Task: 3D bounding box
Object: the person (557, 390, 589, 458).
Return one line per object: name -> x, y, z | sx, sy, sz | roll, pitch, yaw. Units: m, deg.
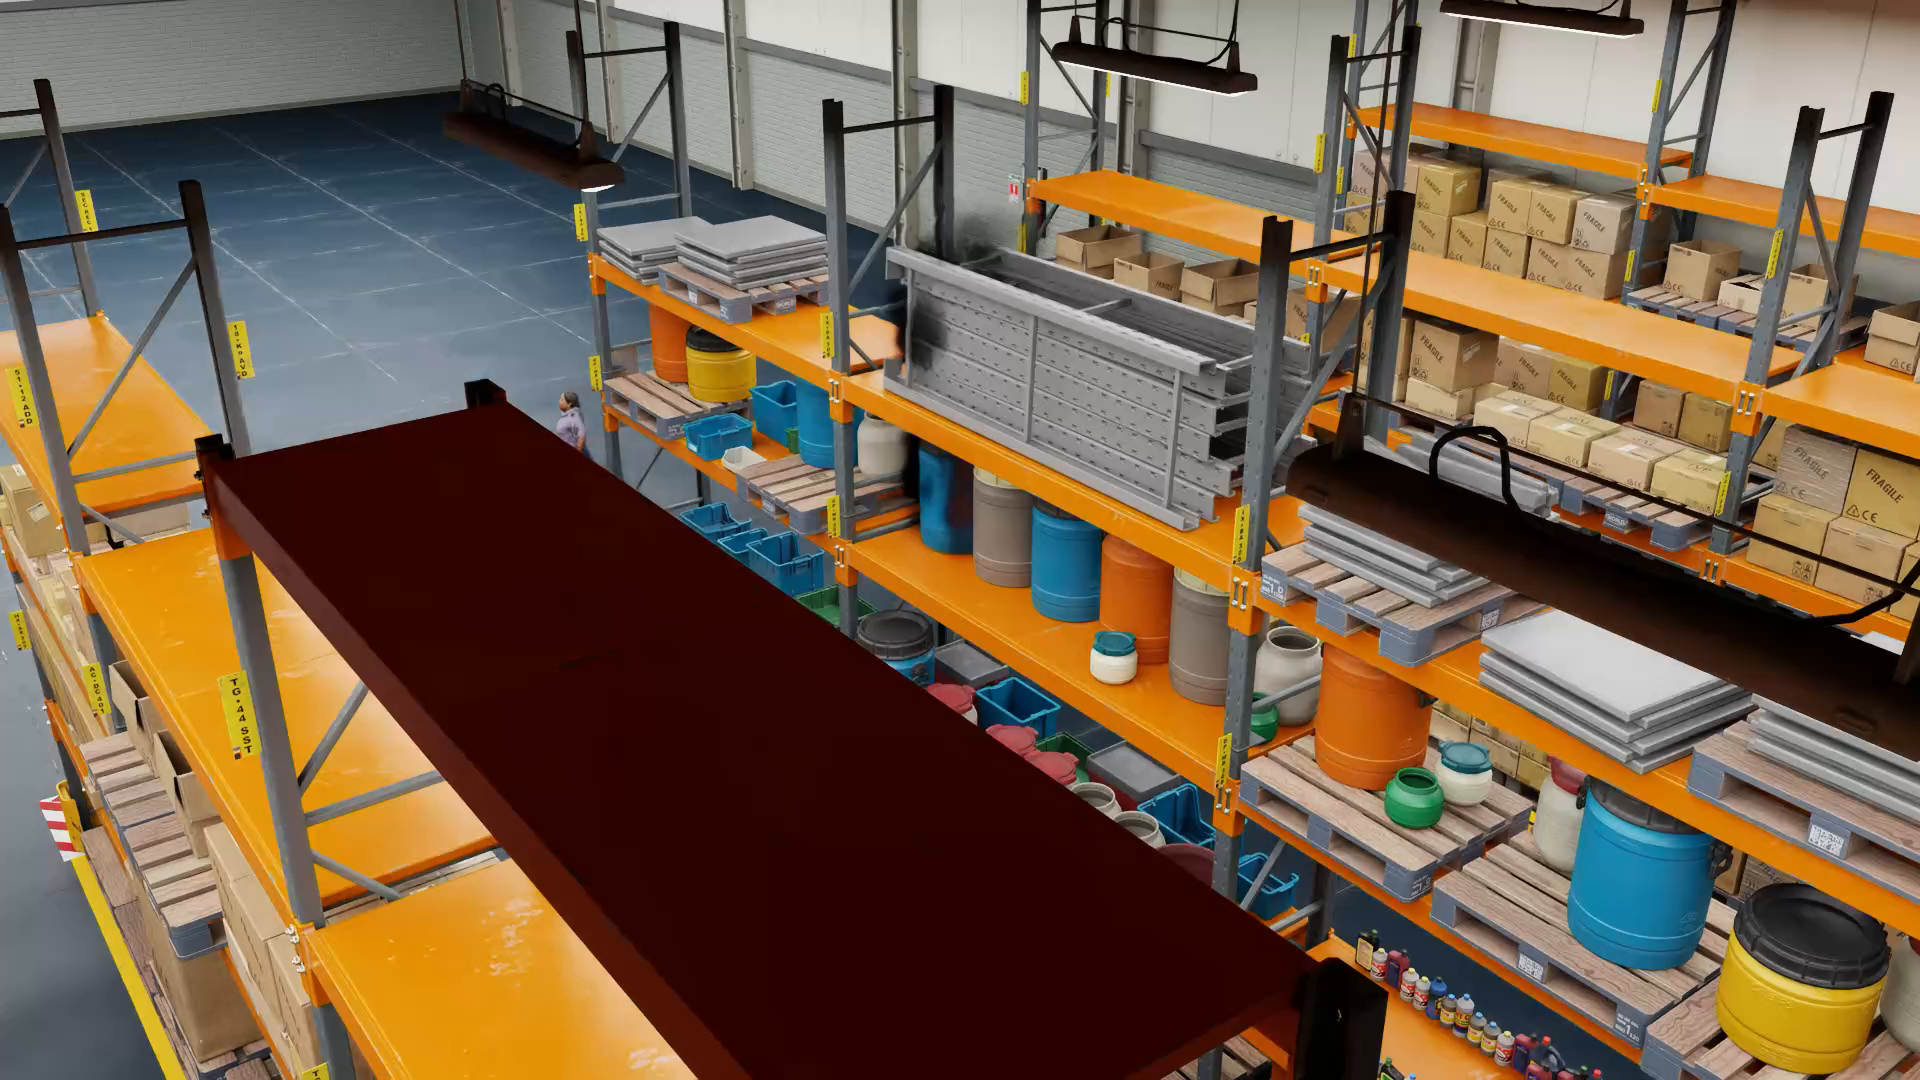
person -> -4.384, -0.962, 19.176 | 0.597, 1.617, 0.614 | -5, 25, -11
